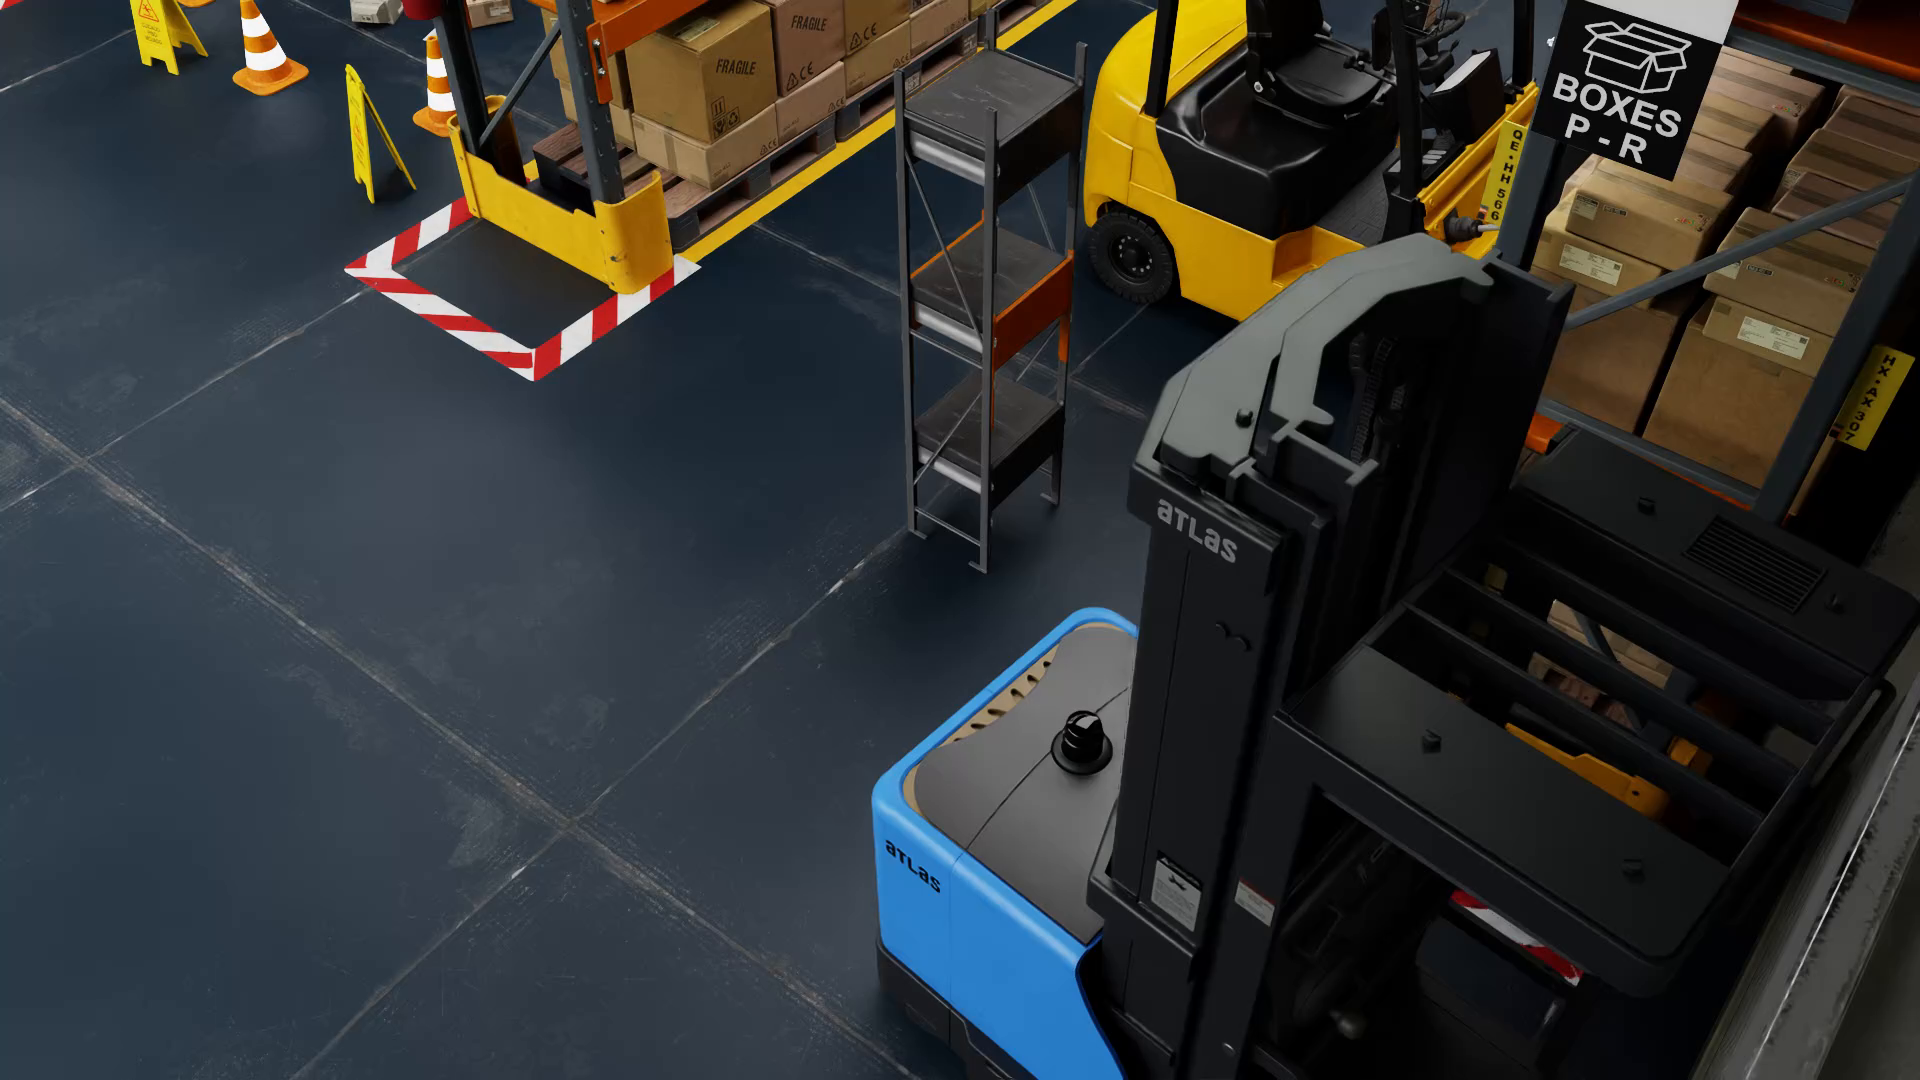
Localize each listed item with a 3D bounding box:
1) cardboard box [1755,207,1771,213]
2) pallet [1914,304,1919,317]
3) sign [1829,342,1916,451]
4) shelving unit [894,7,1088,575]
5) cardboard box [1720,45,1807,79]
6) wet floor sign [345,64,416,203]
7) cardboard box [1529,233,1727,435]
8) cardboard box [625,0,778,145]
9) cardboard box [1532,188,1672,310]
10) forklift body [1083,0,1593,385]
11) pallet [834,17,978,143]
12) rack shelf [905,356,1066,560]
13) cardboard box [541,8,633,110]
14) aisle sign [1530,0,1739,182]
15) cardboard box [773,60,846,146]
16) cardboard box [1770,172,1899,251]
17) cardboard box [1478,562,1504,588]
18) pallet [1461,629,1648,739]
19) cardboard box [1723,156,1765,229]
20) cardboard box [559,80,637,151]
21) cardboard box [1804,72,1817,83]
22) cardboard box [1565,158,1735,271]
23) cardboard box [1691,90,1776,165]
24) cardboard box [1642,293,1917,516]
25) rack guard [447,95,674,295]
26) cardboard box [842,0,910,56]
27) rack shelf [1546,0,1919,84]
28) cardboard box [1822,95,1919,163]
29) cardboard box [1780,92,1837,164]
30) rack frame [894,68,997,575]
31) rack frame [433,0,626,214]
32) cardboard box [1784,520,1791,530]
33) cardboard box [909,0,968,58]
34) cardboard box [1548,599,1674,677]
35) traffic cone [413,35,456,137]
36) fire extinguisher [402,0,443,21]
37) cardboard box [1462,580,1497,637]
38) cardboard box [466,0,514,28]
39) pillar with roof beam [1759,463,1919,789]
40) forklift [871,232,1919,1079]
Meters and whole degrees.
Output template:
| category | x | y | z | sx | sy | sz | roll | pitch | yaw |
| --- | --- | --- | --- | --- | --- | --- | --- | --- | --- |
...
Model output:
| category | x | y | z | sx | sy | sz | roll | pitch | yaw |
| --- | --- | --- | --- | --- | --- | --- | --- | --- | --- |
| cardboard box | 2.477 | -0.805 | 4.926 | 0.380 | 0.149 | 0.250 | 29 | 53 | 25 |
| pallet | 3.890 | -1.186 | 7.737 | 1.003 | 0.211 | 1.213 | 29 | 53 | 25 |
| sign | 2.399 | -0.375 | 4.380 | 0.100 | 0.325 | 0.005 | 29 | 53 | 25 |
| shelving unit | 0.101 | -0.820 | 6.081 | 0.431 | 2.100 | 0.503 | 29 | 53 | 25 |
| cardboard box | 2.563 | -1.581 | 5.462 | 0.380 | 0.149 | 0.250 | 30 | 53 | 26 |
| wet floor sign | -2.930 | -2.041 | 8.253 | 0.232 | 0.644 | 0.267 | -25 | 51 | -22 |
| cardboard box | 2.057 | -0.729 | 5.303 | 0.500 | 0.500 | 0.500 | 28 | 52 | 24 |
| cardboard box | -1.241 | -2.297 | 7.962 | 0.500 | 0.500 | 0.500 | 28 | 52 | 24 |
| cardboard box | 1.954 | -0.878 | 4.997 | 0.380 | 0.149 | 0.250 | 30 | 53 | 25 |
| forklift body | 1.679 | -1.896 | 7.073 | 2.313 | 2.155 | 1.214 | 29 | 53 | 25 |
| pallet | -0.649 | -2.714 | 9.197 | 1.003 | 0.211 | 1.213 | 29 | 53 | 25 |
| rack shelf | 0.101 | -0.327 | 6.597 | 0.431 | 0.518 | 0.480 | 29 | 53 | 25 |
| cardboard box | -1.683 | -2.517 | 8.173 | 0.500 | 0.500 | 0.500 | 30 | 53 | 25 |
| aisle sign | 1.691 | -1.287 | 4.108 | 0.394 | 0.787 | 0.004 | 29 | 53 | 25 |
| cardboard box | -0.937 | -2.313 | 8.496 | 0.500 | 0.250 | 0.500 | 31 | 54 | 26 |
| cardboard box | 2.550 | -0.881 | 4.793 | 0.380 | 0.149 | 0.250 | 31 | 54 | 26 |
| cardboard box | 2.014 | -0.082 | 6.019 | 0.500 | 0.250 | 0.500 | 29 | 53 | 25 |
| pallet | 2.398 | 0.210 | 6.403 | 1.003 | 0.211 | 1.213 | 29 | 53 | 25 |
| cardboard box | 2.294 | -1.159 | 5.265 | 0.380 | 0.149 | 0.250 | 30 | 53 | 26 |
| cardboard box | -1.671 | -2.280 | 8.465 | 0.500 | 0.250 | 0.500 | 29 | 53 | 25 |
| cardboard box | 2.719 | -1.623 | 5.708 | 0.380 | 0.149 | 0.250 | 30 | 53 | 25 |
| cardboard box | 2.016 | -0.957 | 4.866 | 0.380 | 0.149 | 0.250 | 29 | 53 | 25 |
| cardboard box | 2.280 | -1.273 | 5.168 | 0.380 | 0.149 | 0.250 | 30 | 53 | 26 |
| cardboard box | 2.486 | -0.492 | 5.077 | 0.500 | 0.500 | 0.500 | 31 | 54 | 26 |
| rack guard | -1.920 | -1.669 | 7.999 | 1.175 | 0.500 | 0.348 | 29 | 53 | 25 |
| cardboard box | -0.611 | -2.881 | 8.521 | 0.500 | 0.500 | 0.500 | 30 | 53 | 26 |
| rack shelf | 3.186 | -2.229 | 5.228 | 1.077 | 0.370 | 4.000 | 29 | 53 | 25 |
| cardboard box | 2.838 | -1.183 | 5.083 | 0.380 | 0.149 | 0.250 | 29 | 53 | 25 |
| cardboard box | 2.694 | -1.315 | 5.863 | 0.500 | 0.500 | 0.500 | 28 | 53 | 24 |
| rack frame | -0.048 | -0.680 | 5.948 | 0.400 | 2.100 | 0.015 | 29 | 53 | 25 |
| rack frame | -1.967 | -2.489 | 7.054 | 1.000 | 3.000 | 0.127 | 29 | 53 | 25 |
| cardboard box | 2.748 | 0.036 | 6.252 | 0.500 | 0.250 | 0.500 | 30 | 53 | 25 |
| cardboard box | -0.302 | -2.918 | 9.075 | 0.500 | 0.250 | 0.500 | 30 | 53 | 26 |
| cardboard box | 2.415 | 0.158 | 5.790 | 0.500 | 0.250 | 0.500 | 30 | 53 | 26 |
| traffic cone | -2.725 | -2.429 | 8.751 | 0.336 | 0.463 | 0.334 | 29 | 53 | 25 |
| fire extinguisher | -2.401 | -2.601 | 7.214 | 0.296 | 0.674 | 0.183 | 29 | 53 | 25 |
| cardboard box | 2.001 | 0.099 | 6.192 | 0.500 | 0.250 | 0.500 | 30 | 53 | 25 |
| cardboard box | -2.764 | -3.147 | 9.654 | 0.250 | 0.149 | 0.380 | -17 | 49 | -15 |
| pillar with roof beam | -0.304 | -4.273 | 4.608 | 9.100 | 9.000 | 0.400 | 29 | 53 | 25 |
| forklift | 1.158 | 0.890 | 3.873 | 3.031 | 2.935 | 1.130 | 34 | 55 | 28 |
